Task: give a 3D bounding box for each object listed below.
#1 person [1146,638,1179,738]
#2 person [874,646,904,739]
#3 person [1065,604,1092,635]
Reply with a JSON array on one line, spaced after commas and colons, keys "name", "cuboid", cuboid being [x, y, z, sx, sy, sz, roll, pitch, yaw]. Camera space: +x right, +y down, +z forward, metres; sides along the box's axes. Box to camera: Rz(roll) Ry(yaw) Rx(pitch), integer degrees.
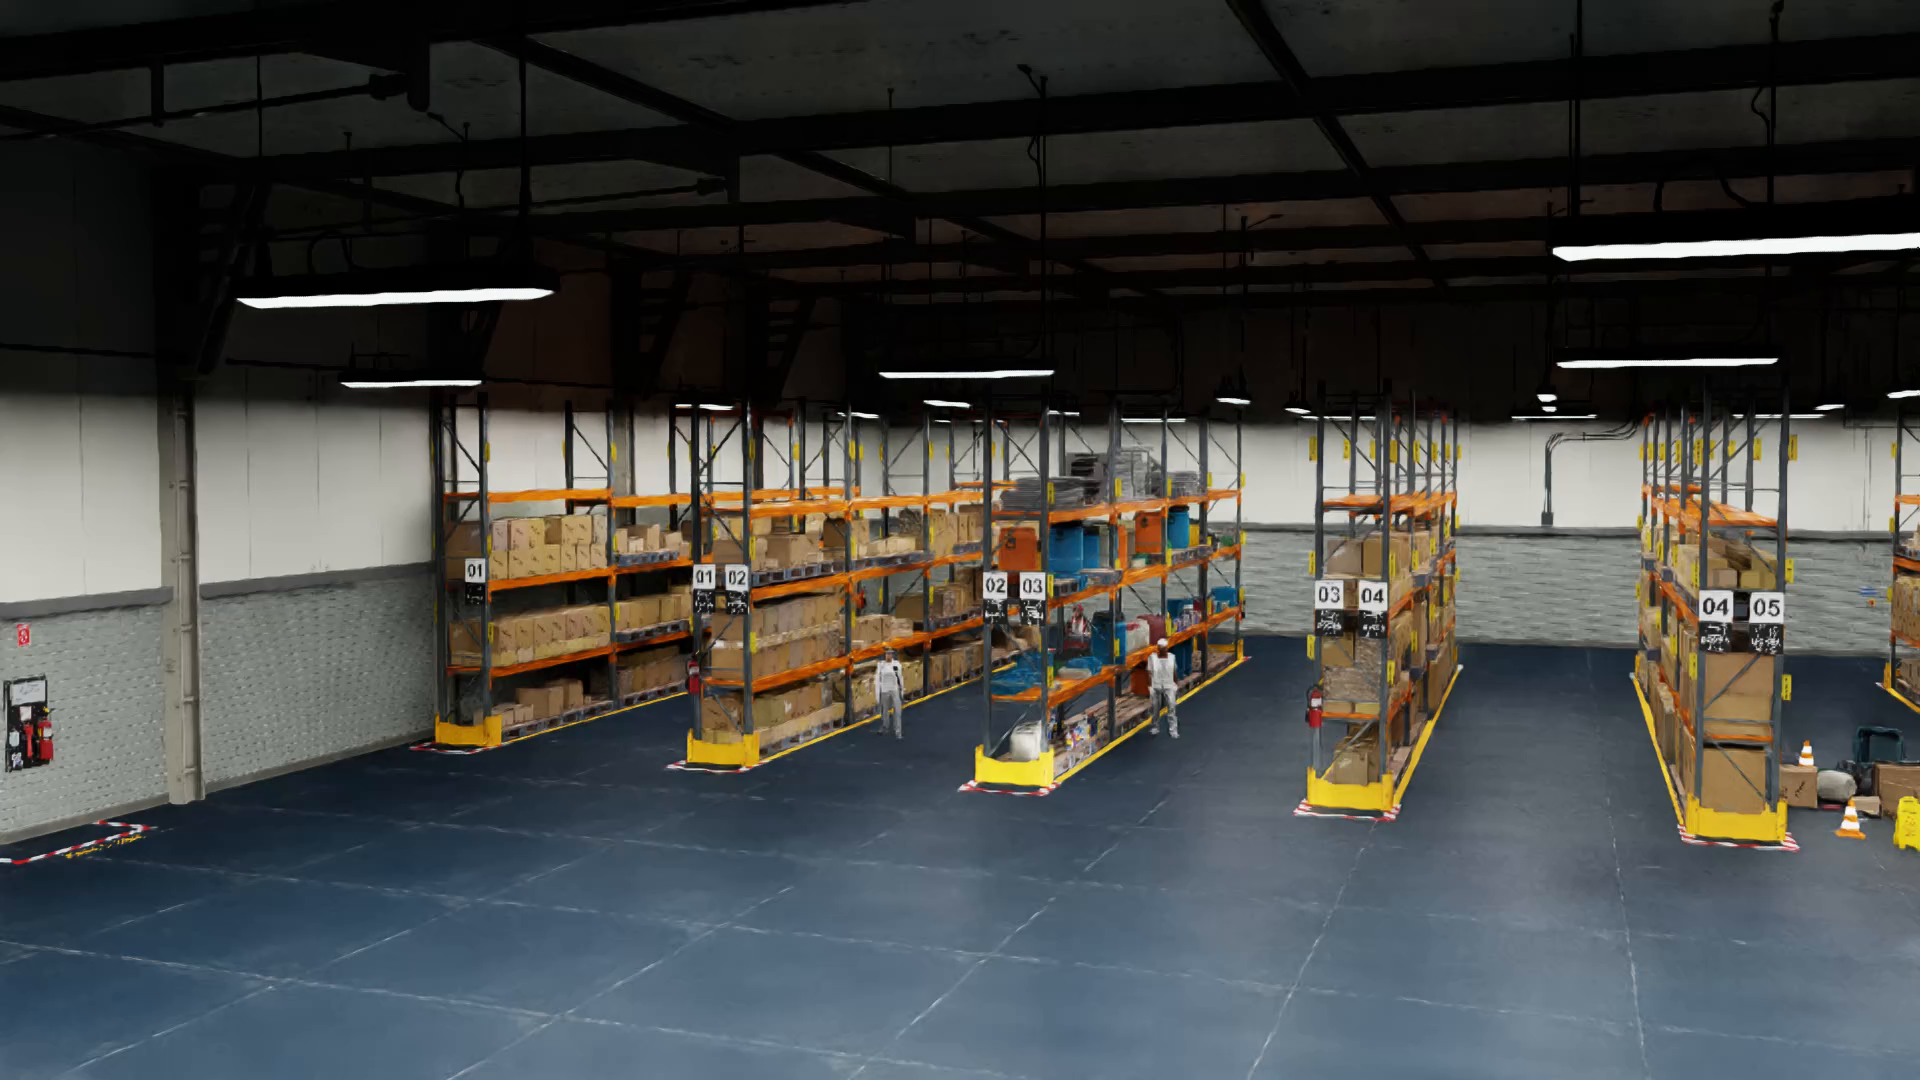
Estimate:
[{"name": "person", "cuboid": [3.531, 2.571, 29.051, 0.554, 1.735, 0.907, 0, 3, 2]}, {"name": "person", "cuboid": [-1.232, 2.644, 29.033, 0.529, 1.620, 0.933, 0, 3, -2]}, {"name": "person", "cuboid": [2.562, 2.228, 35.904, 0.701, 1.714, 0.868, 1, 3, 16]}]
